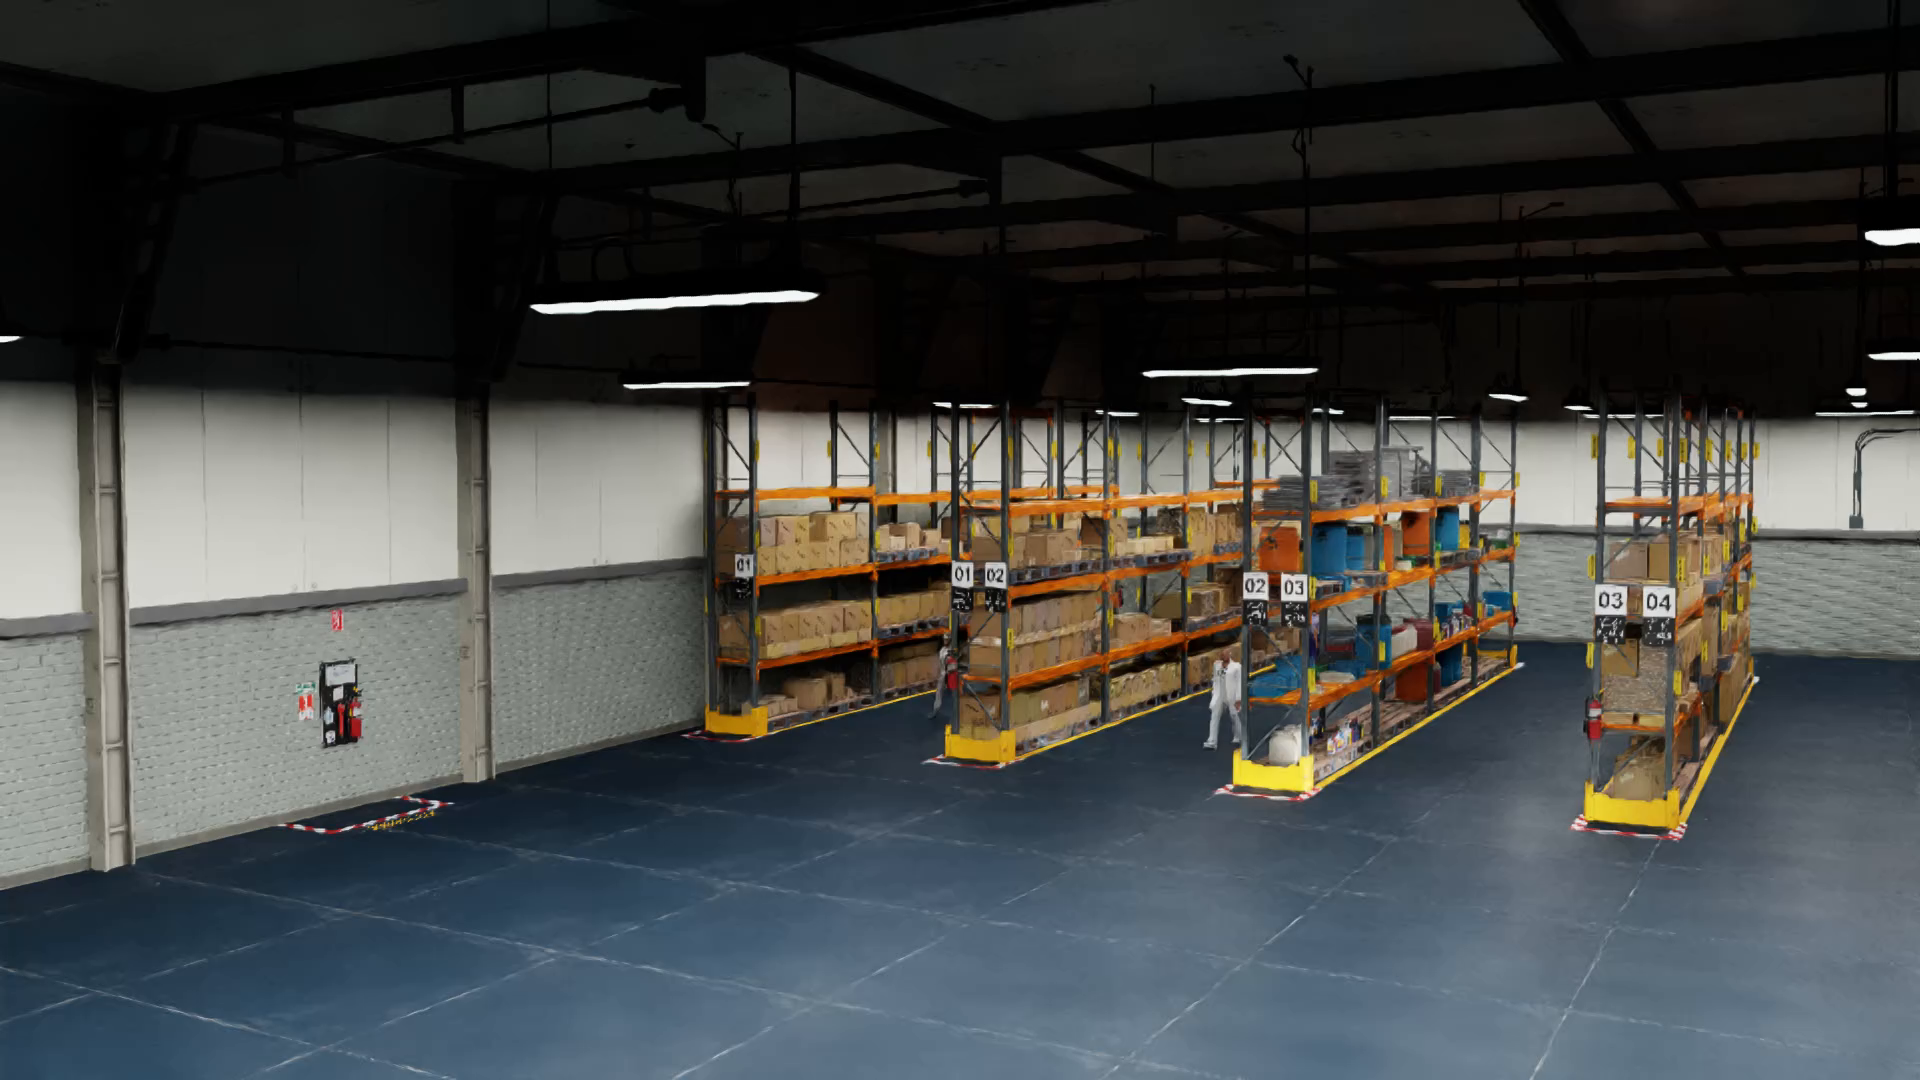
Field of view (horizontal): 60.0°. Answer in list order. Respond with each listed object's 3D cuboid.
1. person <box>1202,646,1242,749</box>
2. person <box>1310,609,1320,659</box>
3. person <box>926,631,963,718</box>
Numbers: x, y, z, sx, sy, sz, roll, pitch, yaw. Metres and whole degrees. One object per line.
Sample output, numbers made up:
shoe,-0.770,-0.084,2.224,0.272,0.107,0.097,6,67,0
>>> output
person,4.463,2.627,27.880,0.588,1.700,1.193,2,3,26
person,7.768,2.203,36.308,0.380,1.652,0.608,0,3,9
person,-0.197,2.499,30.998,0.482,1.621,0.997,2,4,37
